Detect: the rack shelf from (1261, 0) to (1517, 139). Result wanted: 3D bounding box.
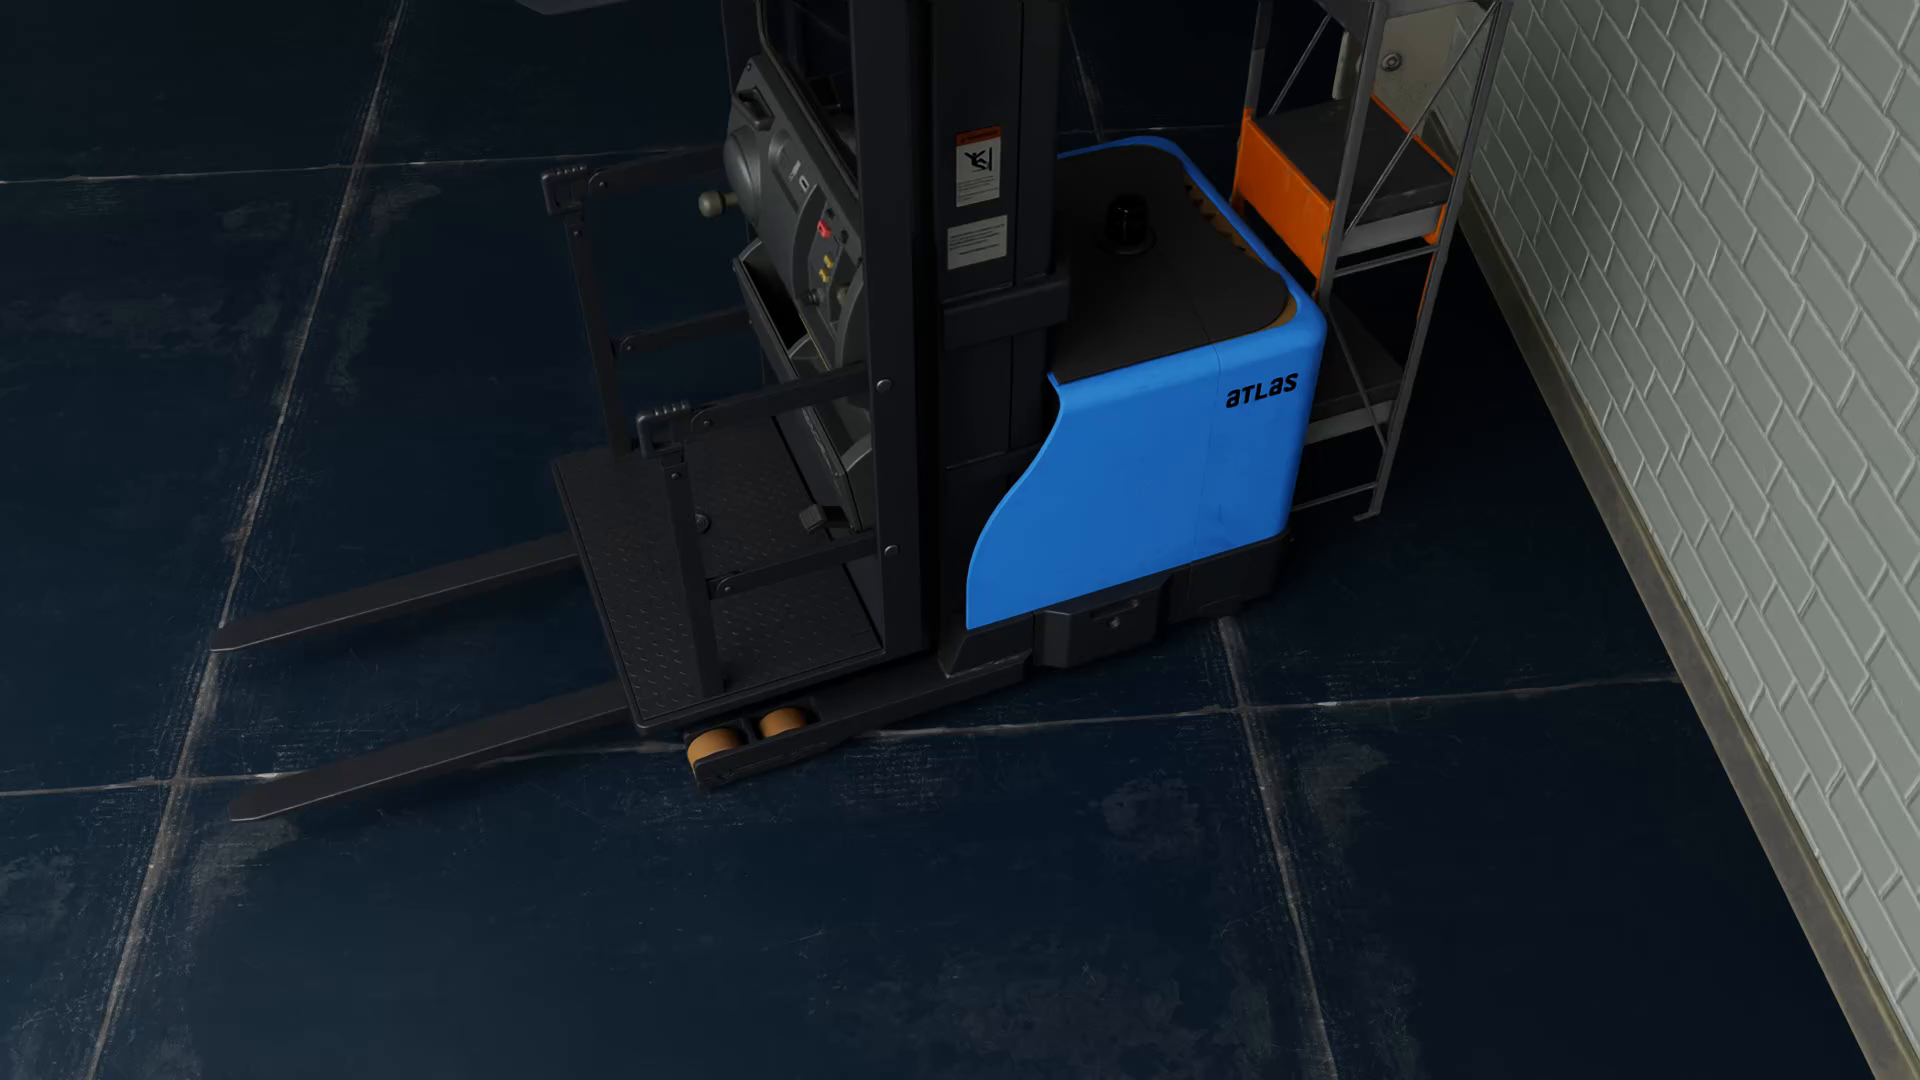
[{"bbox_3d":[1.088,-1.398,4.183,0.431,0.518,0.480,-16,49,-15],"label":"rack shelf"}]

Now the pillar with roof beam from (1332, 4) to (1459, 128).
[{"bbox_3d":[-2.548,-4.586,3.395,9.100,9.000,0.400,-3,47,-3],"label":"pillar with roof beam"}]

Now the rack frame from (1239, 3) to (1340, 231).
[{"bbox_3d":[0.998,-1.091,4.837,0.400,2.100,0.015,-16,49,-15],"label":"rack frame"}]

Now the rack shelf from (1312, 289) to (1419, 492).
[{"bbox_3d":[1.088,-0.436,5.199,0.431,0.518,0.480,-16,49,-15],"label":"rack shelf"}]

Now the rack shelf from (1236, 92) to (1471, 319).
[{"bbox_3d":[1.088,-0.917,4.691,0.431,0.518,0.480,-16,49,-15],"label":"rack shelf"}]

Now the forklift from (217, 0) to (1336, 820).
[{"bbox_3d":[-0.566,-0.773,3.963,3.031,2.935,1.130,-16,49,-15],"label":"forklift"}]

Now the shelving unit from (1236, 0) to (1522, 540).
[{"bbox_3d":[1.088,-0.926,4.681,0.431,2.100,0.503,-16,49,-15],"label":"shelving unit"}]

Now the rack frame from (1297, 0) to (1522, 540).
[{"bbox_3d":[1.179,-0.762,4.525,0.400,2.100,0.015,-16,49,-15],"label":"rack frame"}]
